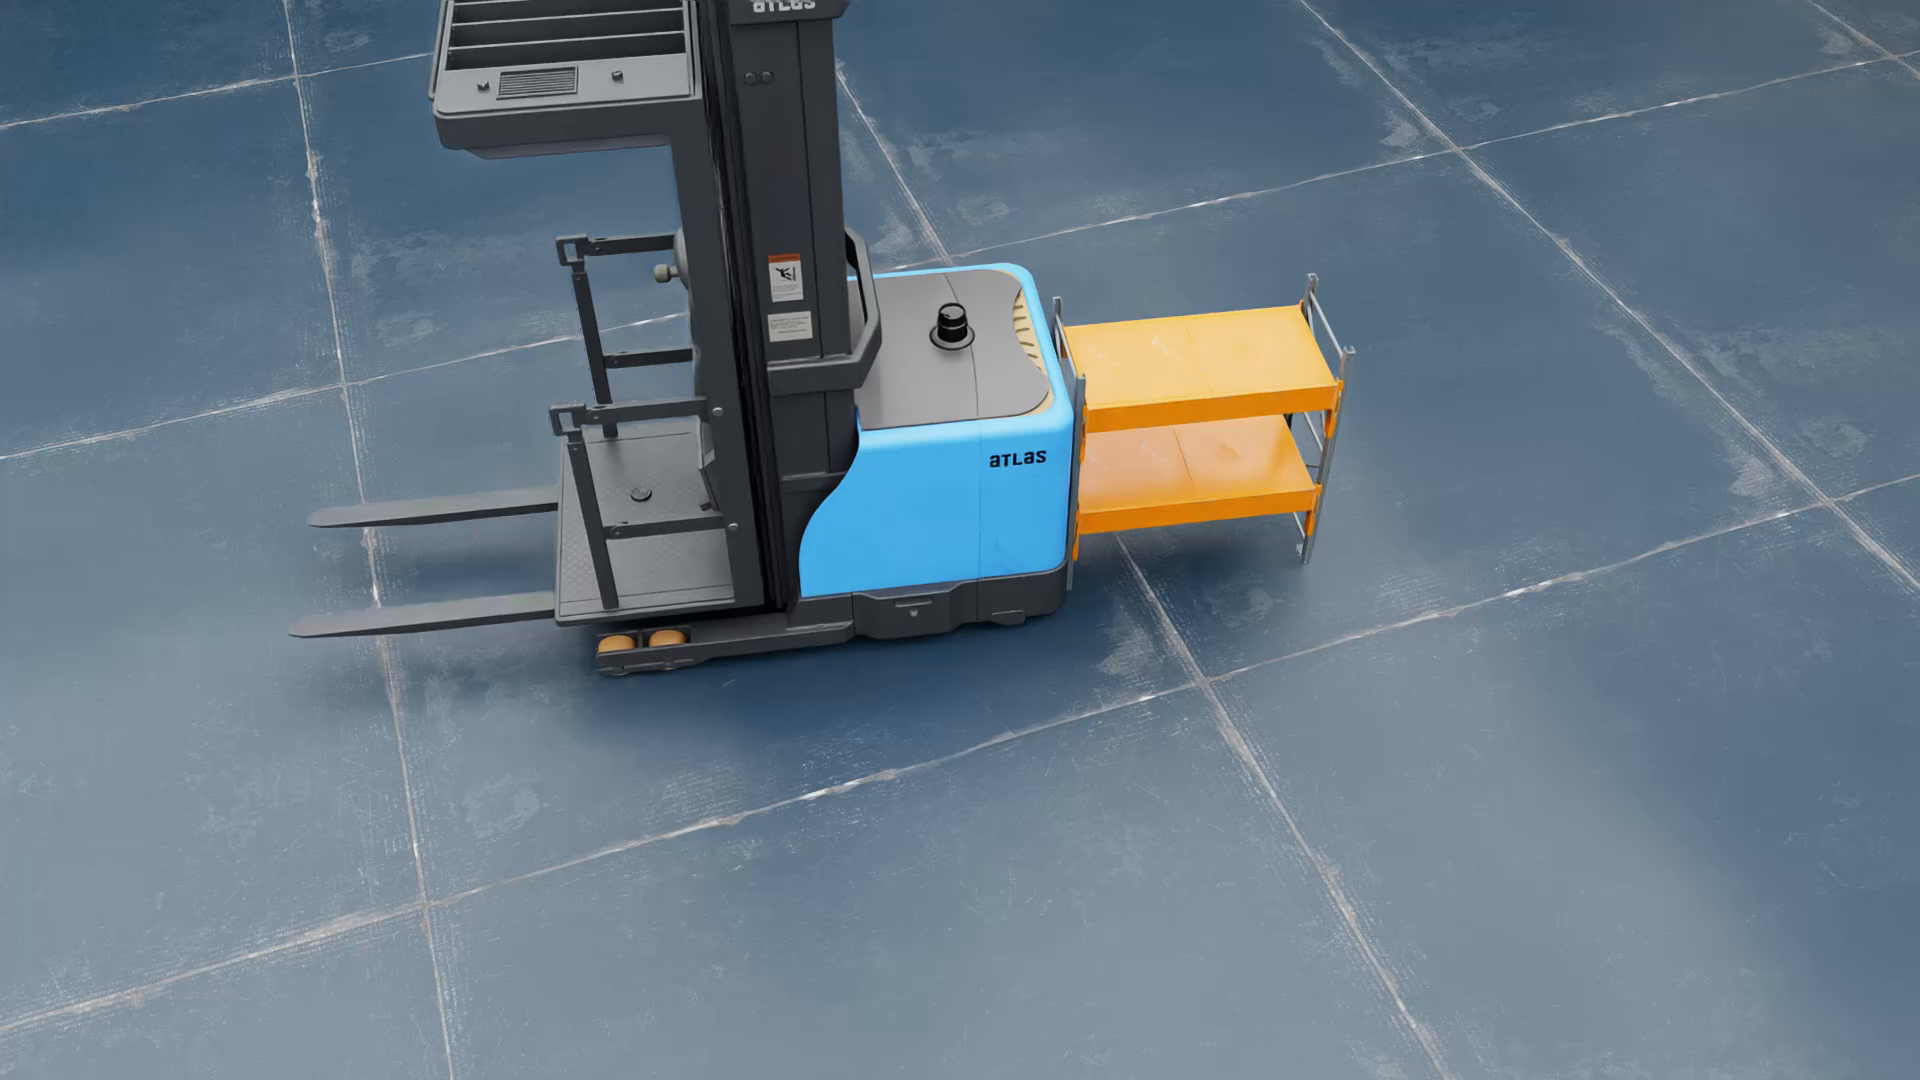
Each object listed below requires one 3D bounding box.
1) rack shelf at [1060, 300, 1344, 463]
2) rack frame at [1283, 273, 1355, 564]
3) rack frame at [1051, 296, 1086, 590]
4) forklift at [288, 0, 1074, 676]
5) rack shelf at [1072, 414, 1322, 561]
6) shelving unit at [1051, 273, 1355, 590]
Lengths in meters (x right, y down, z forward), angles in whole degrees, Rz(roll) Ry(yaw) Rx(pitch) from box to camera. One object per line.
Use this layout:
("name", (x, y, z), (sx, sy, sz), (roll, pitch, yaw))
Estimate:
("rack shelf", (0.912, -0.625, 6.475), (1.000, 0.278, 0.538), (-6, 45, -6))
("rack frame", (1.415, -0.472, 6.735), (0.032, 1.125, 0.500), (-6, 45, -6))
("rack frame", (0.409, -0.365, 6.629), (0.032, 1.125, 0.500), (-6, 45, -6))
("forklift", (-1.133, -0.906, 5.893), (3.031, 2.935, 1.130), (-6, 45, -6))
("rack shelf", (0.912, -0.246, 6.855), (1.000, 0.278, 0.538), (-6, 45, -6))
("shelving unit", (0.912, -0.418, 6.682), (1.048, 1.125, 0.538), (-6, 45, -6))
